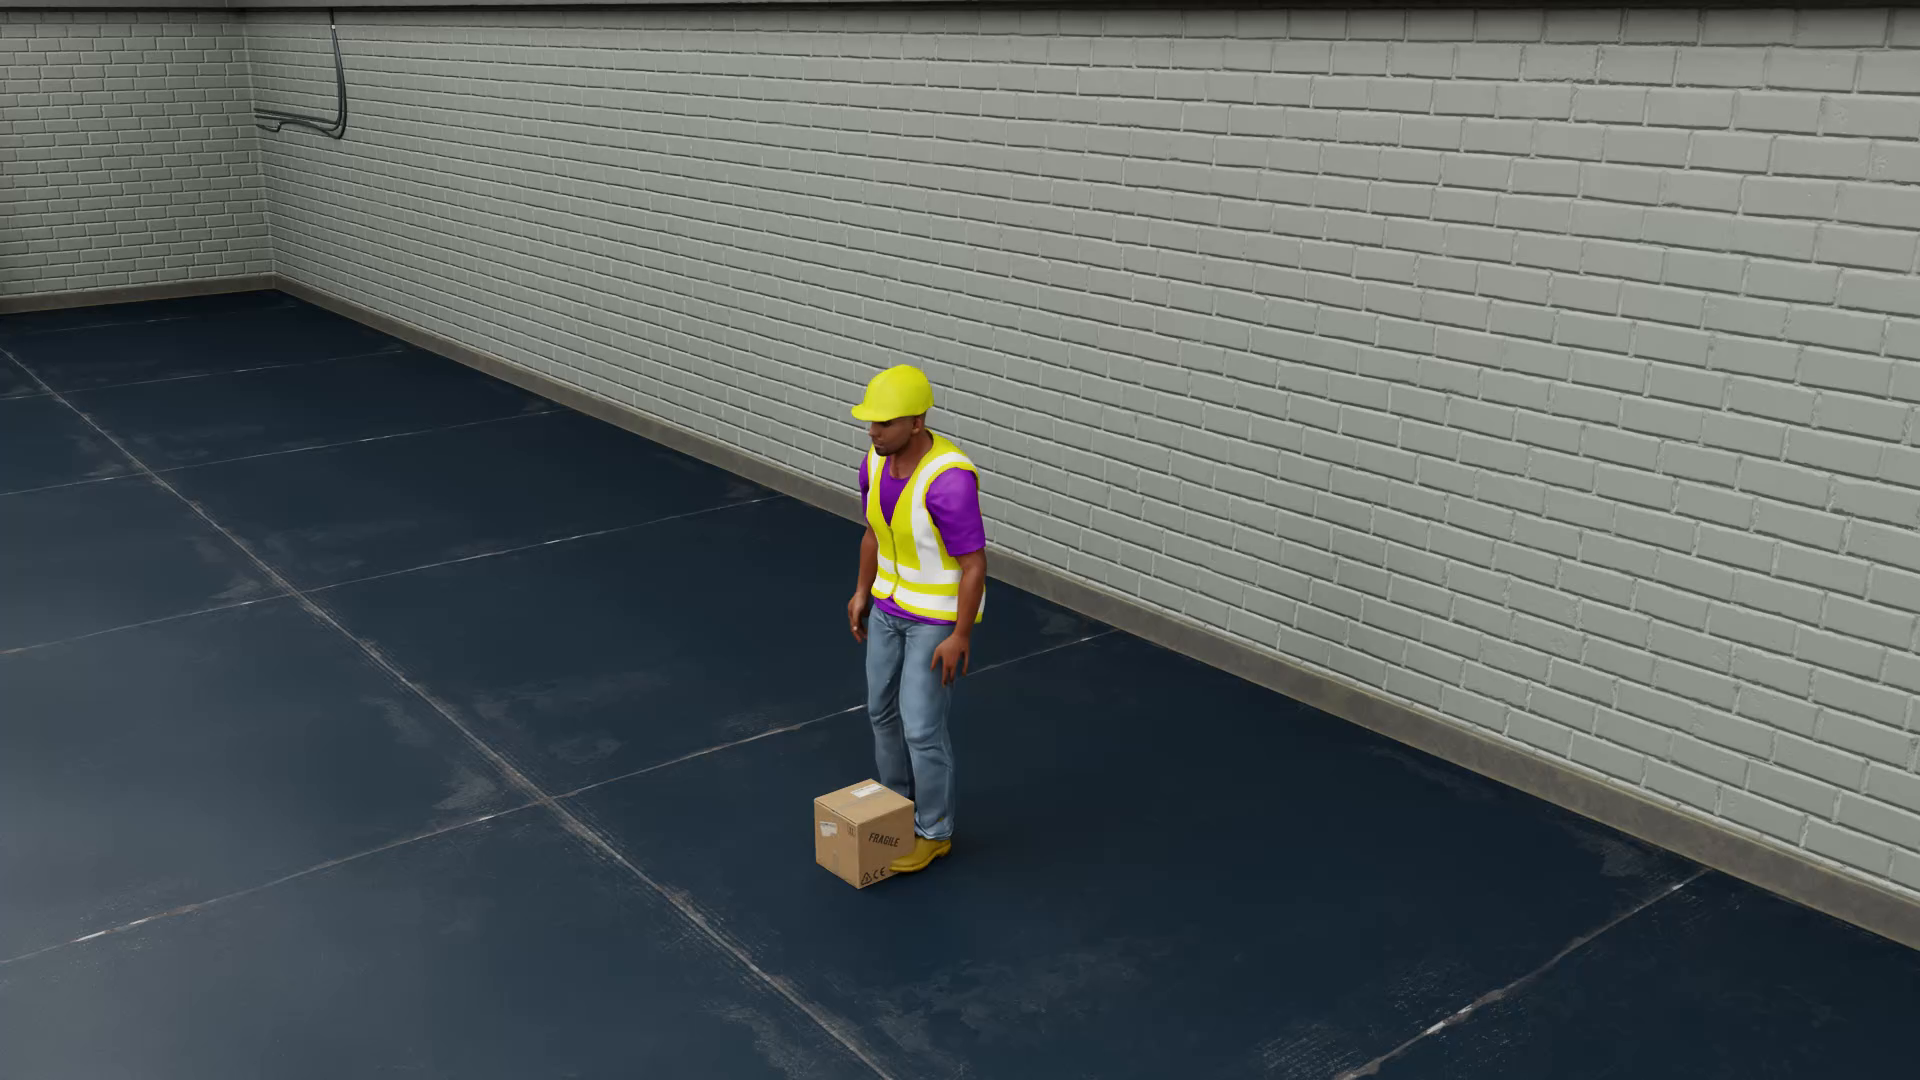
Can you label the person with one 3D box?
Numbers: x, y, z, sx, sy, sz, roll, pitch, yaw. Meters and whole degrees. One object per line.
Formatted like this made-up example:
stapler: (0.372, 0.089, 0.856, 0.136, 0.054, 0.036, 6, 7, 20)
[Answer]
person: (-0.164, 0.257, 5.709, 0.459, 1.761, 0.626, -13, 22, -36)
